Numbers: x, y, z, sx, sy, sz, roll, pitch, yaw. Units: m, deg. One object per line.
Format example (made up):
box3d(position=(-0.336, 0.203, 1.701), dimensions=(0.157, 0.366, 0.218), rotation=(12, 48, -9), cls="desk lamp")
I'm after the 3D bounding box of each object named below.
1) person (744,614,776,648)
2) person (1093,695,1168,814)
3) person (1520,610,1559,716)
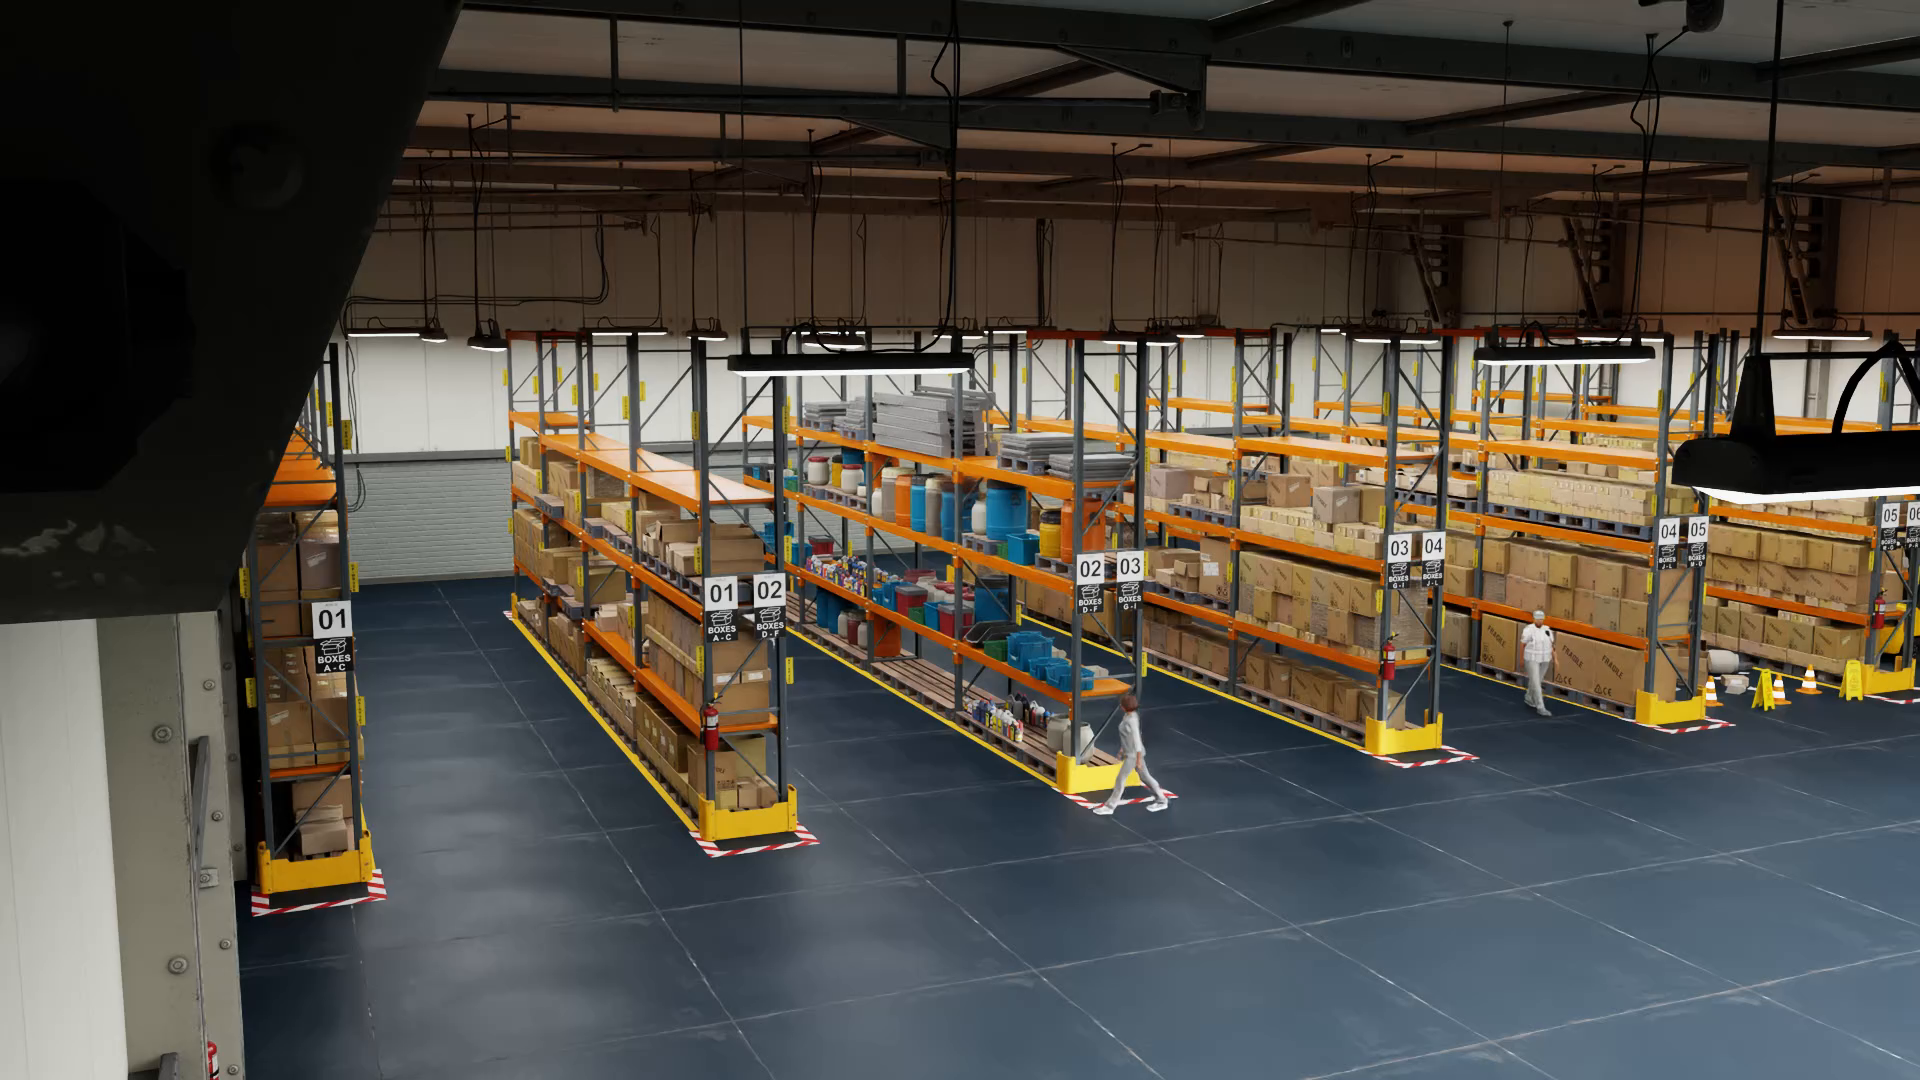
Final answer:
box3d(position=(-3.358, 1.562, 27.790), dimensions=(0.539, 1.453, 1.034), rotation=(-5, 9, -31), cls="person")
box3d(position=(2.163, 2.702, 21.026), dimensions=(0.975, 1.528, 0.473), rotation=(0, 8, -3), cls="person")
box3d(position=(9.232, 1.924, 26.432), dimensions=(0.501, 1.611, 0.931), rotation=(-2, 8, -11), cls="person")
